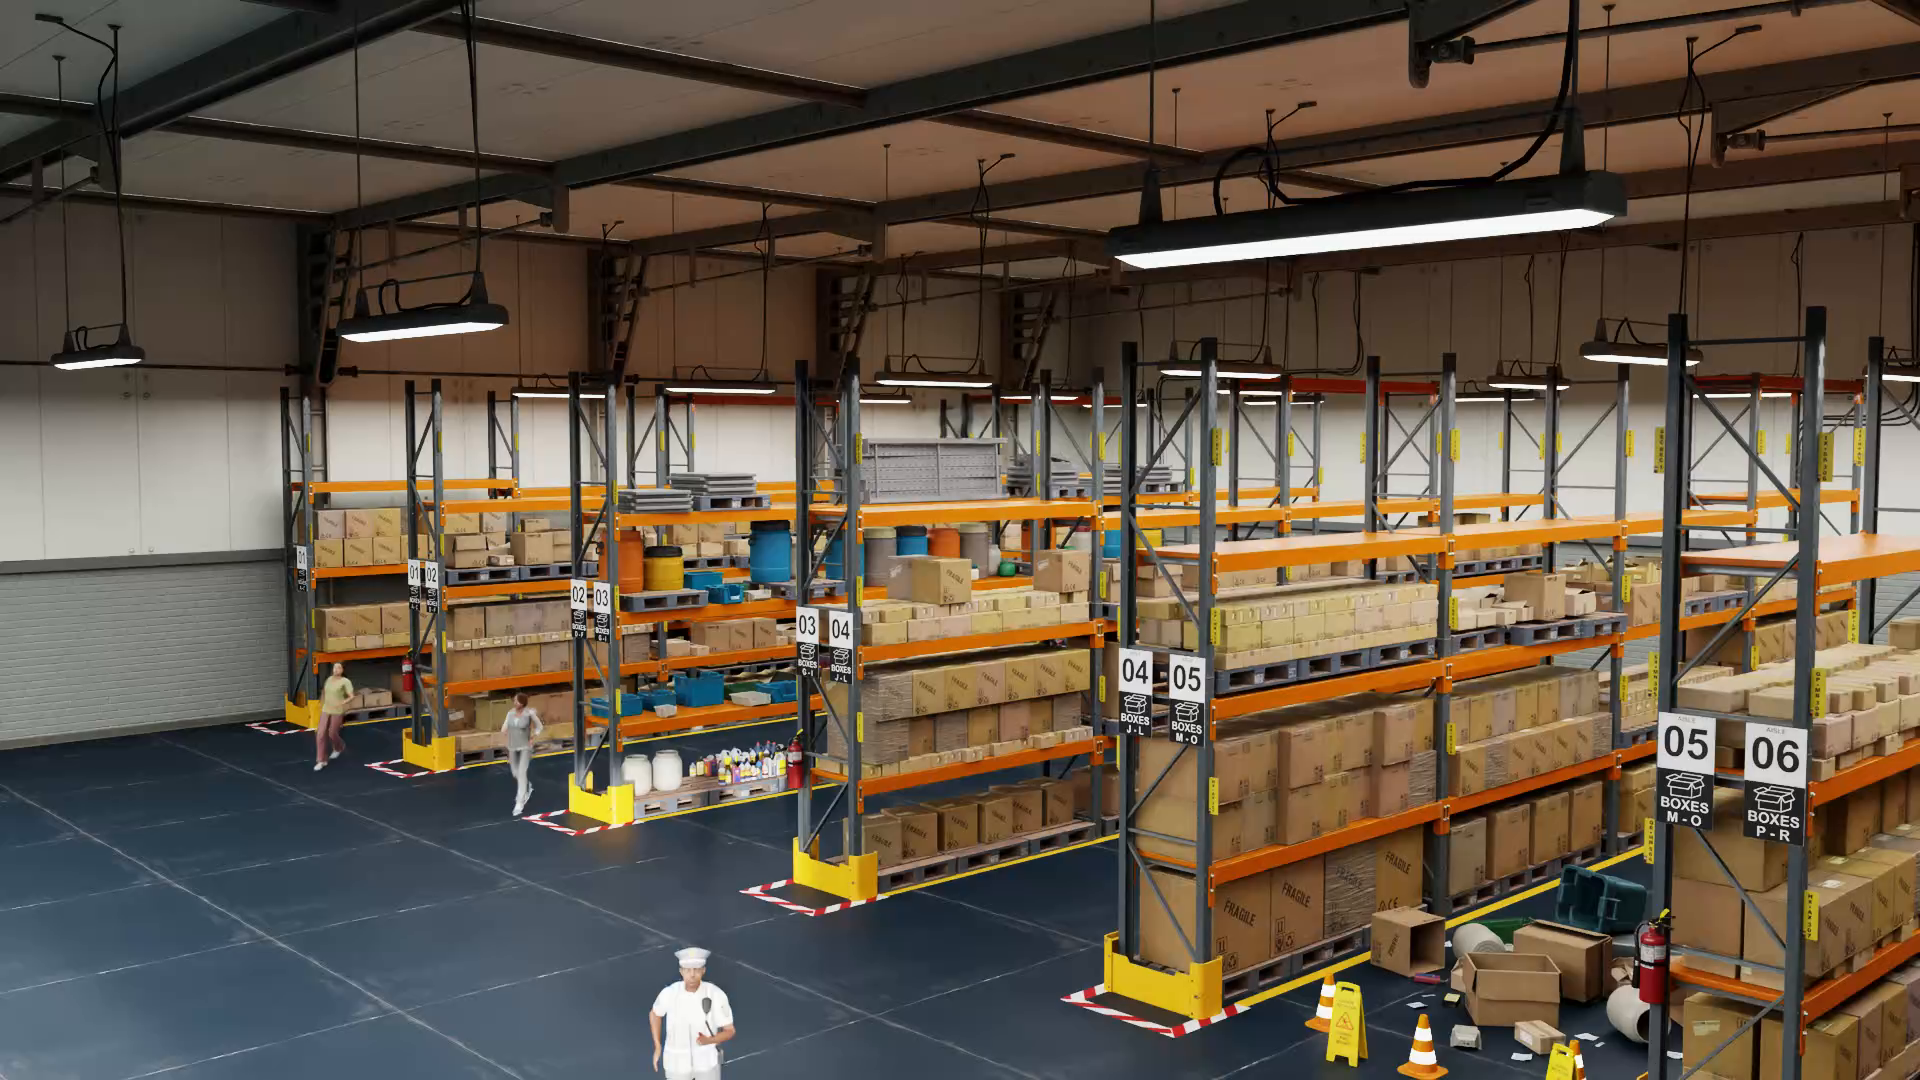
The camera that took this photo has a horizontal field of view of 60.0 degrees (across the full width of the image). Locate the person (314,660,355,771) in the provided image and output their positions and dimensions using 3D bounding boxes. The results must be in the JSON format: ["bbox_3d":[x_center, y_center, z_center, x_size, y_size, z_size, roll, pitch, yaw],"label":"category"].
[{"bbox_3d":[-9.708,2.705,25.819,0.614,1.643,0.819,1,4,8],"label":"person"}]

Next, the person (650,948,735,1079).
[{"bbox_3d":[-1.808,3.575,11.254,0.572,1.693,0.916,-1,4,-10],"label":"person"}]

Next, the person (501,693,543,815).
[{"bbox_3d":[-6.049,2.898,22.854,0.542,1.612,0.768,1,4,13],"label":"person"}]
